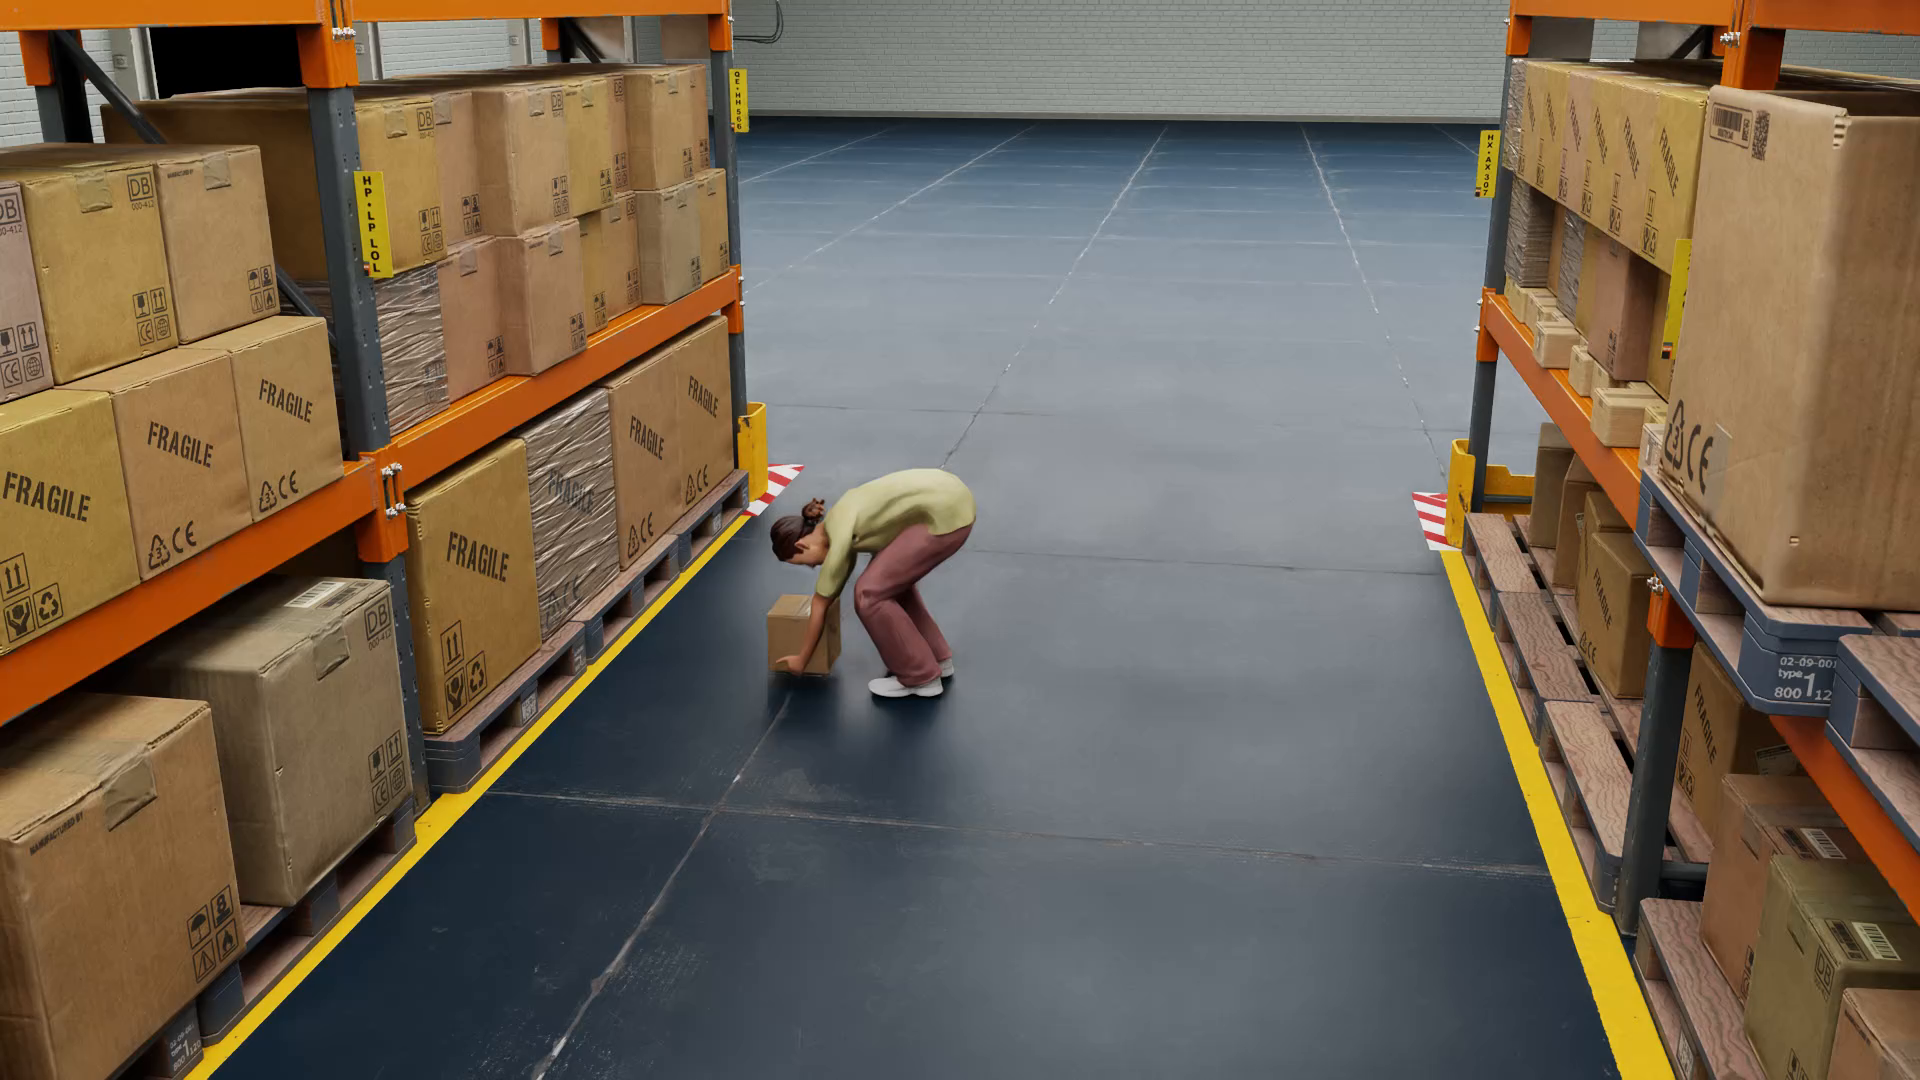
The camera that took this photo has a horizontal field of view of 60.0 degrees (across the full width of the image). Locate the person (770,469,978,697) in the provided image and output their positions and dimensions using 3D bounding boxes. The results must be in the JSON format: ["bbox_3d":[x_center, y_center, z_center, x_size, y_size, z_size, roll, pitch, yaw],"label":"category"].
[{"bbox_3d":[-0.356,0.162,6.801,0.849,0.906,0.468,2,18,6],"label":"person"}]
